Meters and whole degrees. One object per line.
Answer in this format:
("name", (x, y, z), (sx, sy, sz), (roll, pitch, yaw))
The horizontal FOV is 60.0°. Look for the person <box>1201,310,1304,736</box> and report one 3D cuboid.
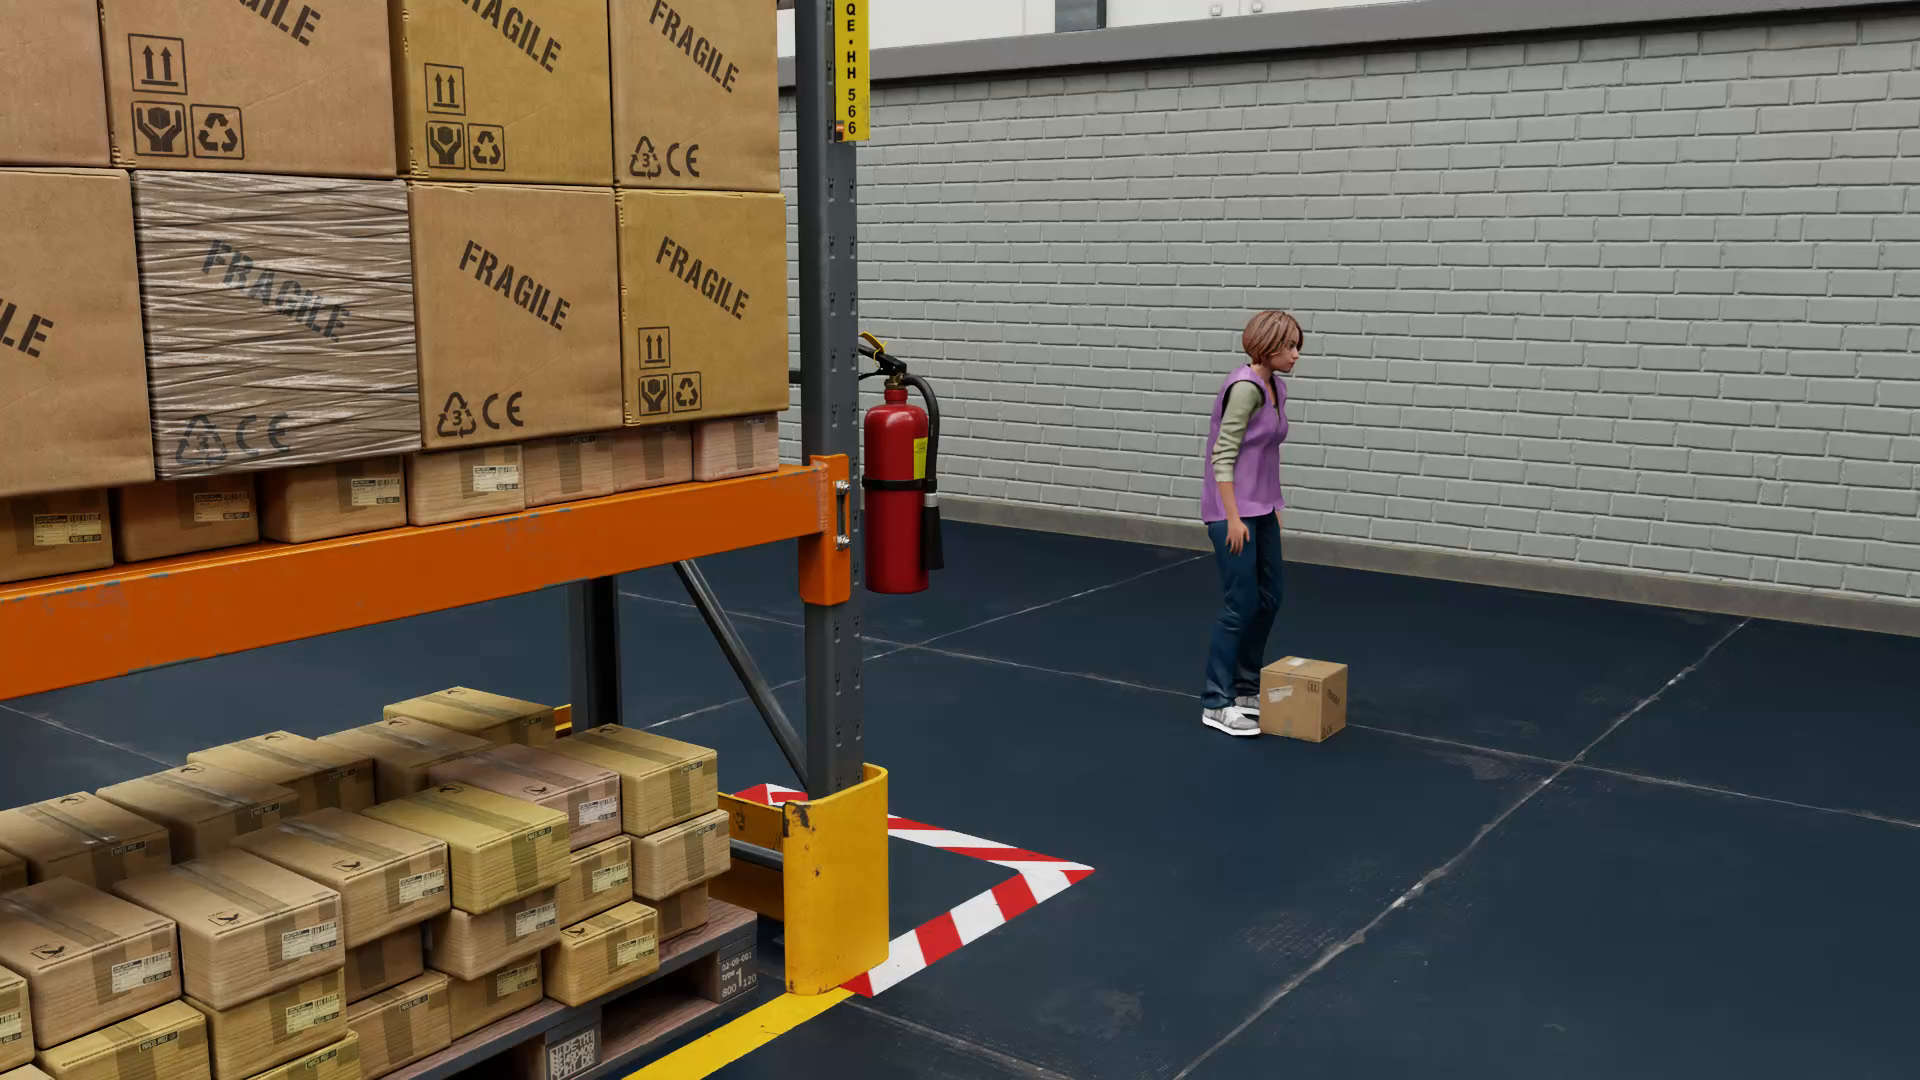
("person", (1.110, -0.073, 6.381), (0.349, 1.580, 0.478), (6, 12, 32))
